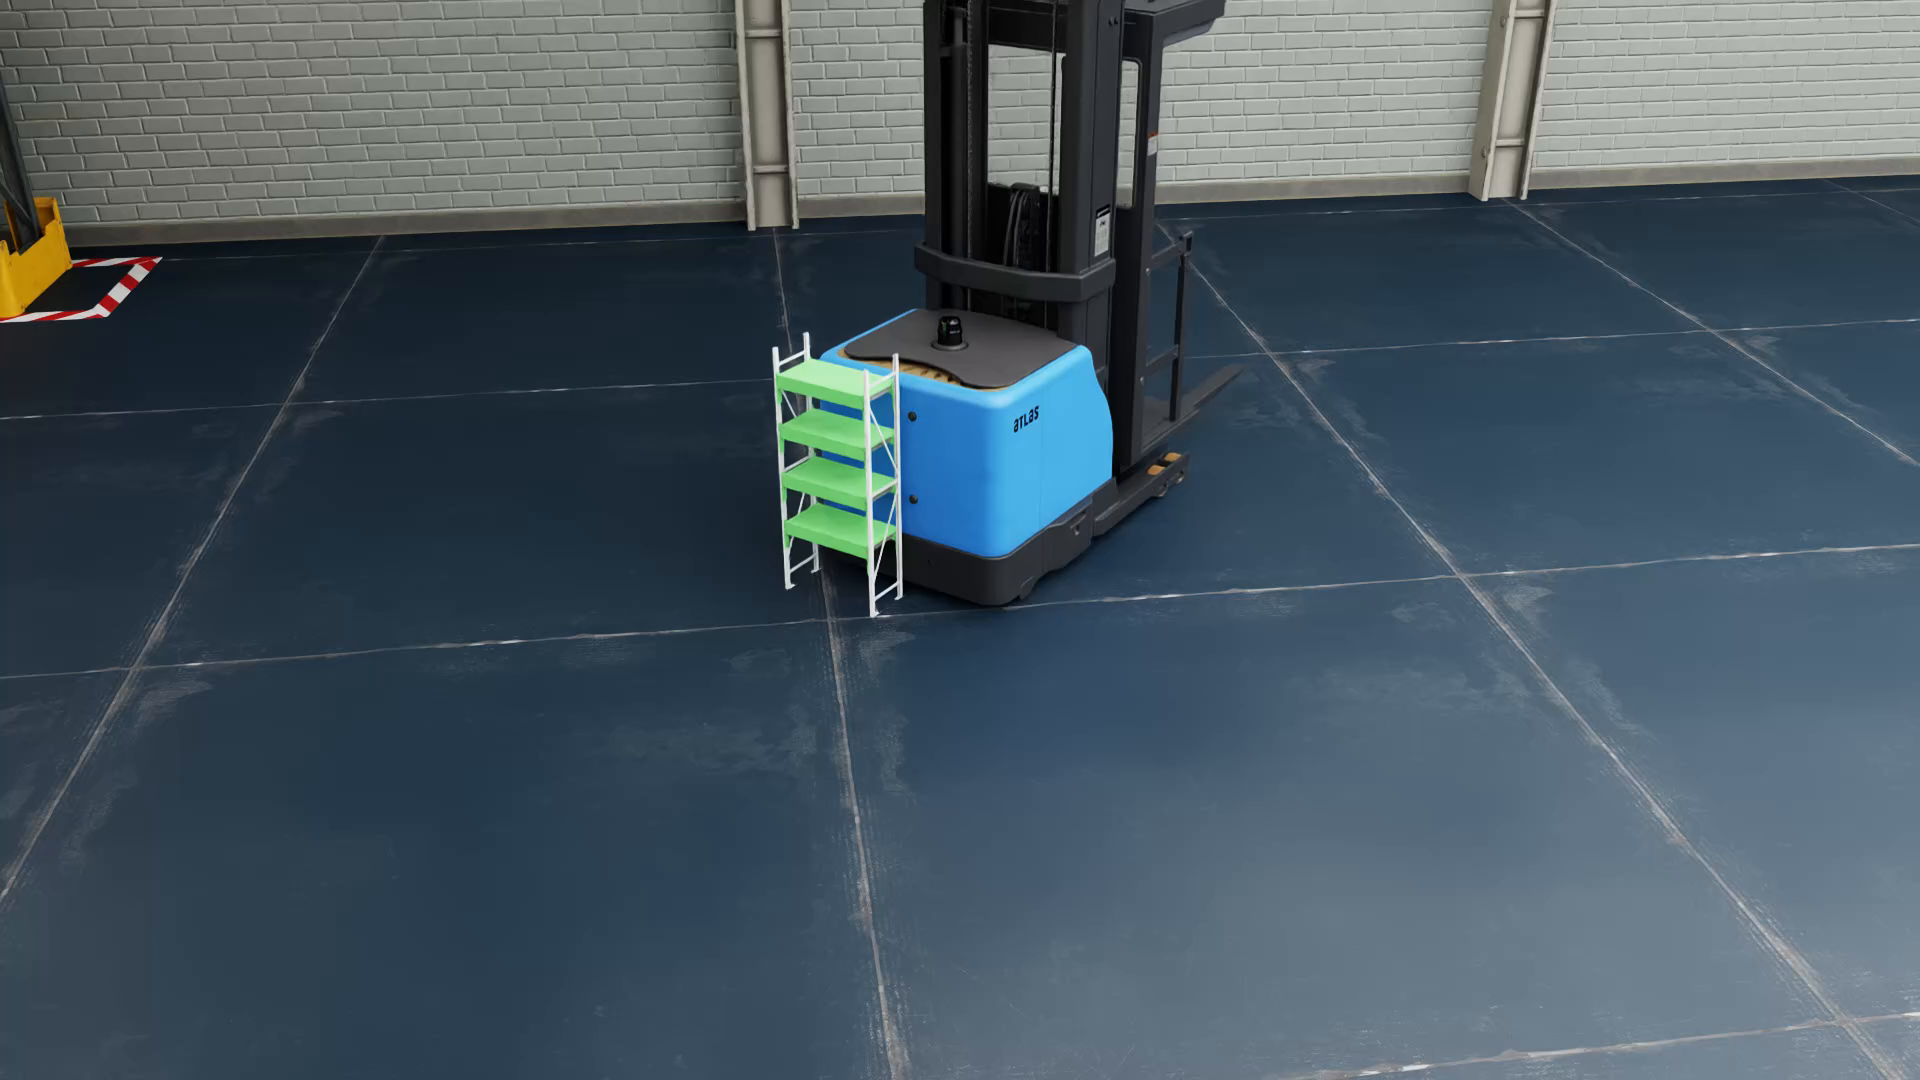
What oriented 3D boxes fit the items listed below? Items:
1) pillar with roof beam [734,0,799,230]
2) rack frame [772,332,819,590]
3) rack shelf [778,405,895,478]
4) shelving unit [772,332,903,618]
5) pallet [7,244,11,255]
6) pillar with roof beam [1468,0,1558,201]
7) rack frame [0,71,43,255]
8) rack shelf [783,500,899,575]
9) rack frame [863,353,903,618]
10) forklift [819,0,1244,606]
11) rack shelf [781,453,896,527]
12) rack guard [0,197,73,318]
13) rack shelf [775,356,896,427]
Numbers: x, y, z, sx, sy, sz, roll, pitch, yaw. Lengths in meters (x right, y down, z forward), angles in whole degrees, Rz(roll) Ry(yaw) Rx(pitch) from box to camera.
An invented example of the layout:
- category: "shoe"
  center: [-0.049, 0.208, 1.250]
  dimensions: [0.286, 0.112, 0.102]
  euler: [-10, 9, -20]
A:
- category: "pillar with roof beam"
  center: [-0.875, -4.549, 7.259]
  dimensions: [0.400, 9.000, 9.100]
  euler: [-4, 27, -7]
- category: "rack frame"
  center: [-0.747, -0.347, 7.613]
  dimensions: [0.015, 1.200, 0.240]
  euler: [17, 32, 29]
- category: "rack shelf"
  center: [-0.543, -0.443, 7.414]
  dimensions: [0.480, 0.148, 0.258]
  euler: [17, 32, 29]
- category: "shelving unit"
  center: [-0.543, -0.287, 7.494]
  dimensions: [0.503, 1.200, 0.258]
  euler: [17, 32, 29]
- category: "pallet"
  center: [-7.352, -1.774, 11.475]
  dimensions: [1.213, 0.211, 1.003]
  euler: [-4, 27, -7]
- category: "pillar with roof beam"
  center: [5.067, -4.931, 8.003]
  dimensions: [0.400, 9.000, 9.100]
  euler: [-4, 27, -7]
- category: "rack frame"
  center: [-6.601, -3.082, 10.970]
  dimensions: [0.127, 3.000, 1.000]
  euler: [-4, 27, -7]
- category: "rack shelf"
  center: [-0.543, -0.016, 7.633]
  dimensions: [0.480, 0.148, 0.258]
  euler: [17, 32, 29]
- category: "rack frame"
  center: [-0.338, -0.226, 7.376]
  dimensions: [0.015, 1.200, 0.240]
  euler: [17, 32, 29]
- category: "forklift"
  center: [0.563, -1.634, 8.224]
  dimensions: [1.130, 2.935, 3.031]
  euler: [17, 31, 29]
- category: "rack shelf"
  center: [-0.543, -0.230, 7.523]
  dimensions: [0.480, 0.148, 0.258]
  euler: [17, 32, 29]
- category: "rack guard"
  center: [-6.577, -1.971, 11.544]
  dimensions: [0.348, 0.500, 1.175]
  euler: [-4, 27, -7]
- category: "rack shelf"
  center: [-0.543, -0.657, 7.304]
  dimensions: [0.480, 0.148, 0.258]
  euler: [17, 32, 29]
